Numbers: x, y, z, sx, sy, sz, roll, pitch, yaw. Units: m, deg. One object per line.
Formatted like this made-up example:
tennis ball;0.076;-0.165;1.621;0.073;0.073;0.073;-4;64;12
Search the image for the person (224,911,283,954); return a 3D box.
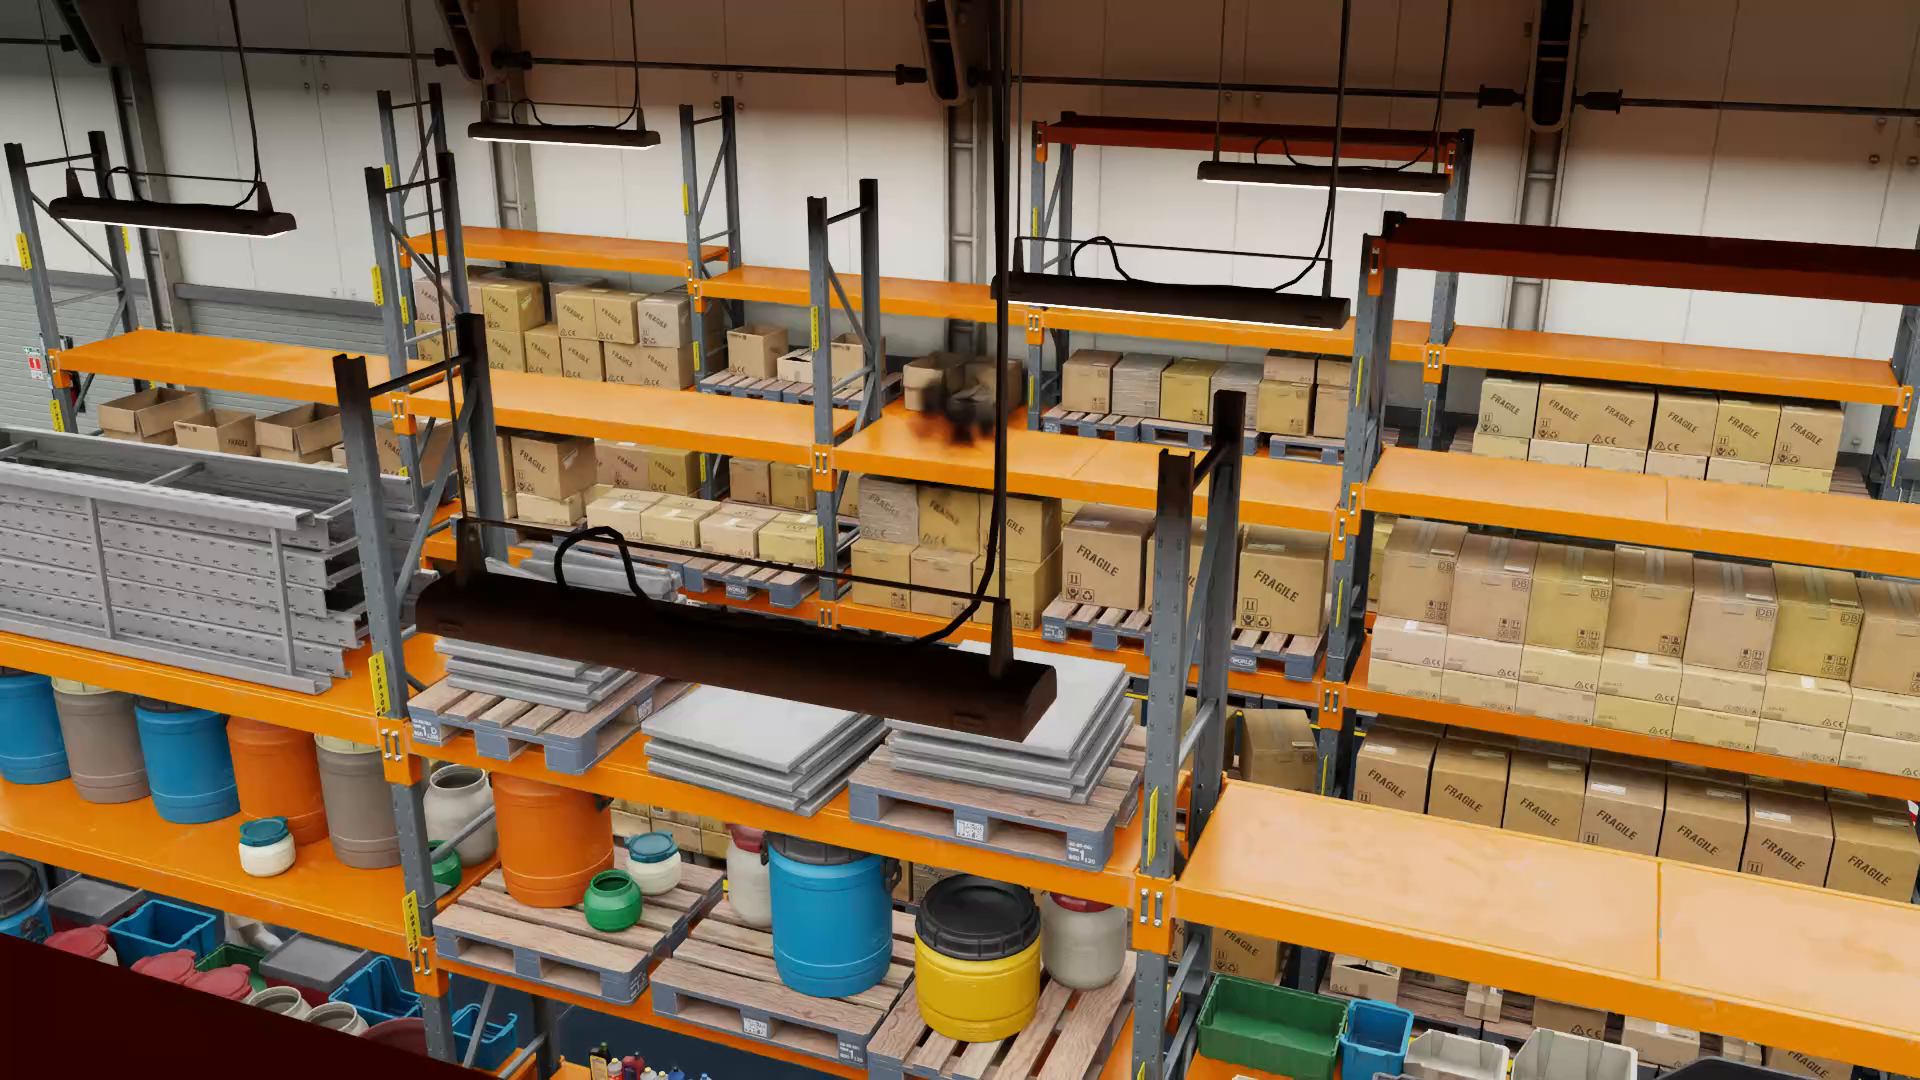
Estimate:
person;-5.486;2.700;12.805;1.049;1.792;0.662;4;21;11
